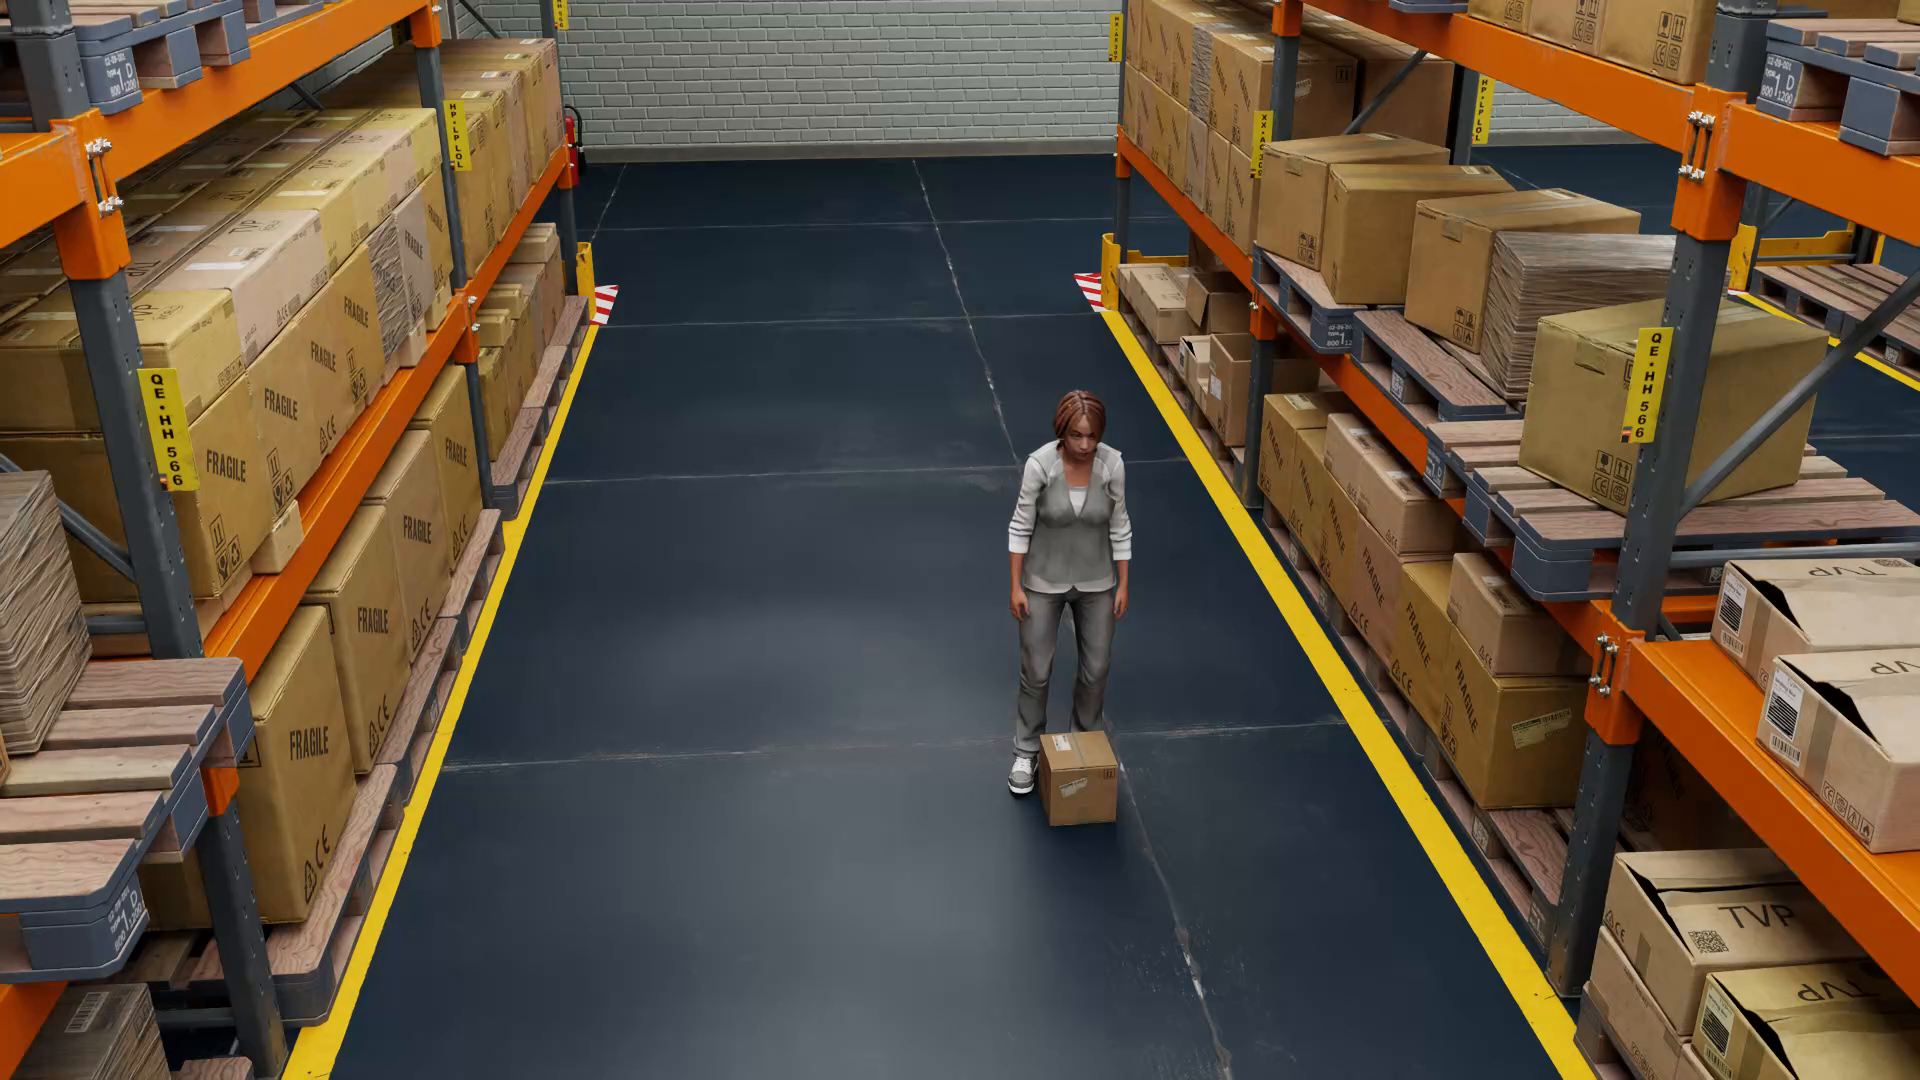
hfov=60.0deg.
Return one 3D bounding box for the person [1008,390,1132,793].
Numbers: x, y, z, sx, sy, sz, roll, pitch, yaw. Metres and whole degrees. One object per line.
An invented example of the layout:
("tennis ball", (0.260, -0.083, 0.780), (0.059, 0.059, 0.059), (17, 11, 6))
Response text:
("person", (0.408, 0.187, 6.198), (0.461, 1.592, 0.343), (-2, 24, -5))
